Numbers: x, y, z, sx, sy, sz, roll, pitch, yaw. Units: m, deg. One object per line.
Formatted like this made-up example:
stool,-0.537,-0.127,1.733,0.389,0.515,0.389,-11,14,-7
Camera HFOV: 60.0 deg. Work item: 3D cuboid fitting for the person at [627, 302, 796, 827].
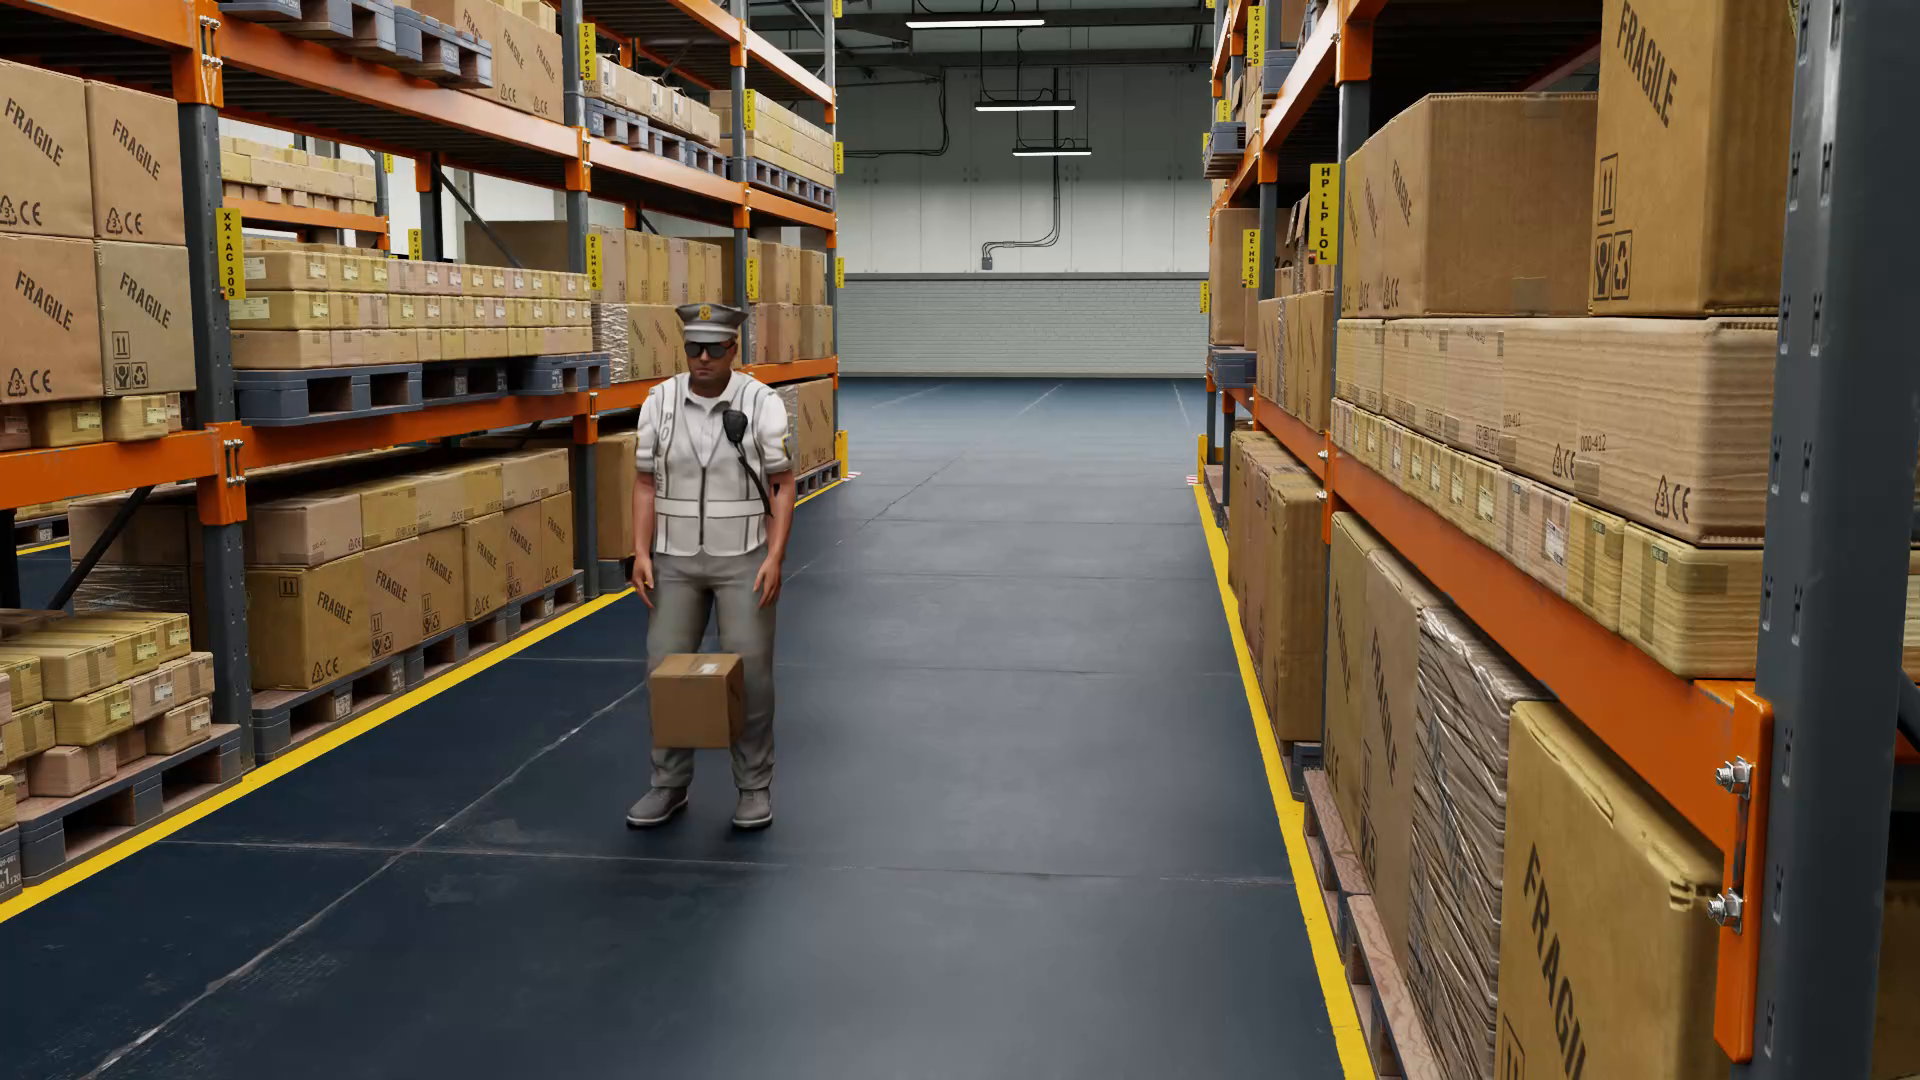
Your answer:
person,-0.839,0.077,5.659,0.563,1.754,0.434,1,8,5
